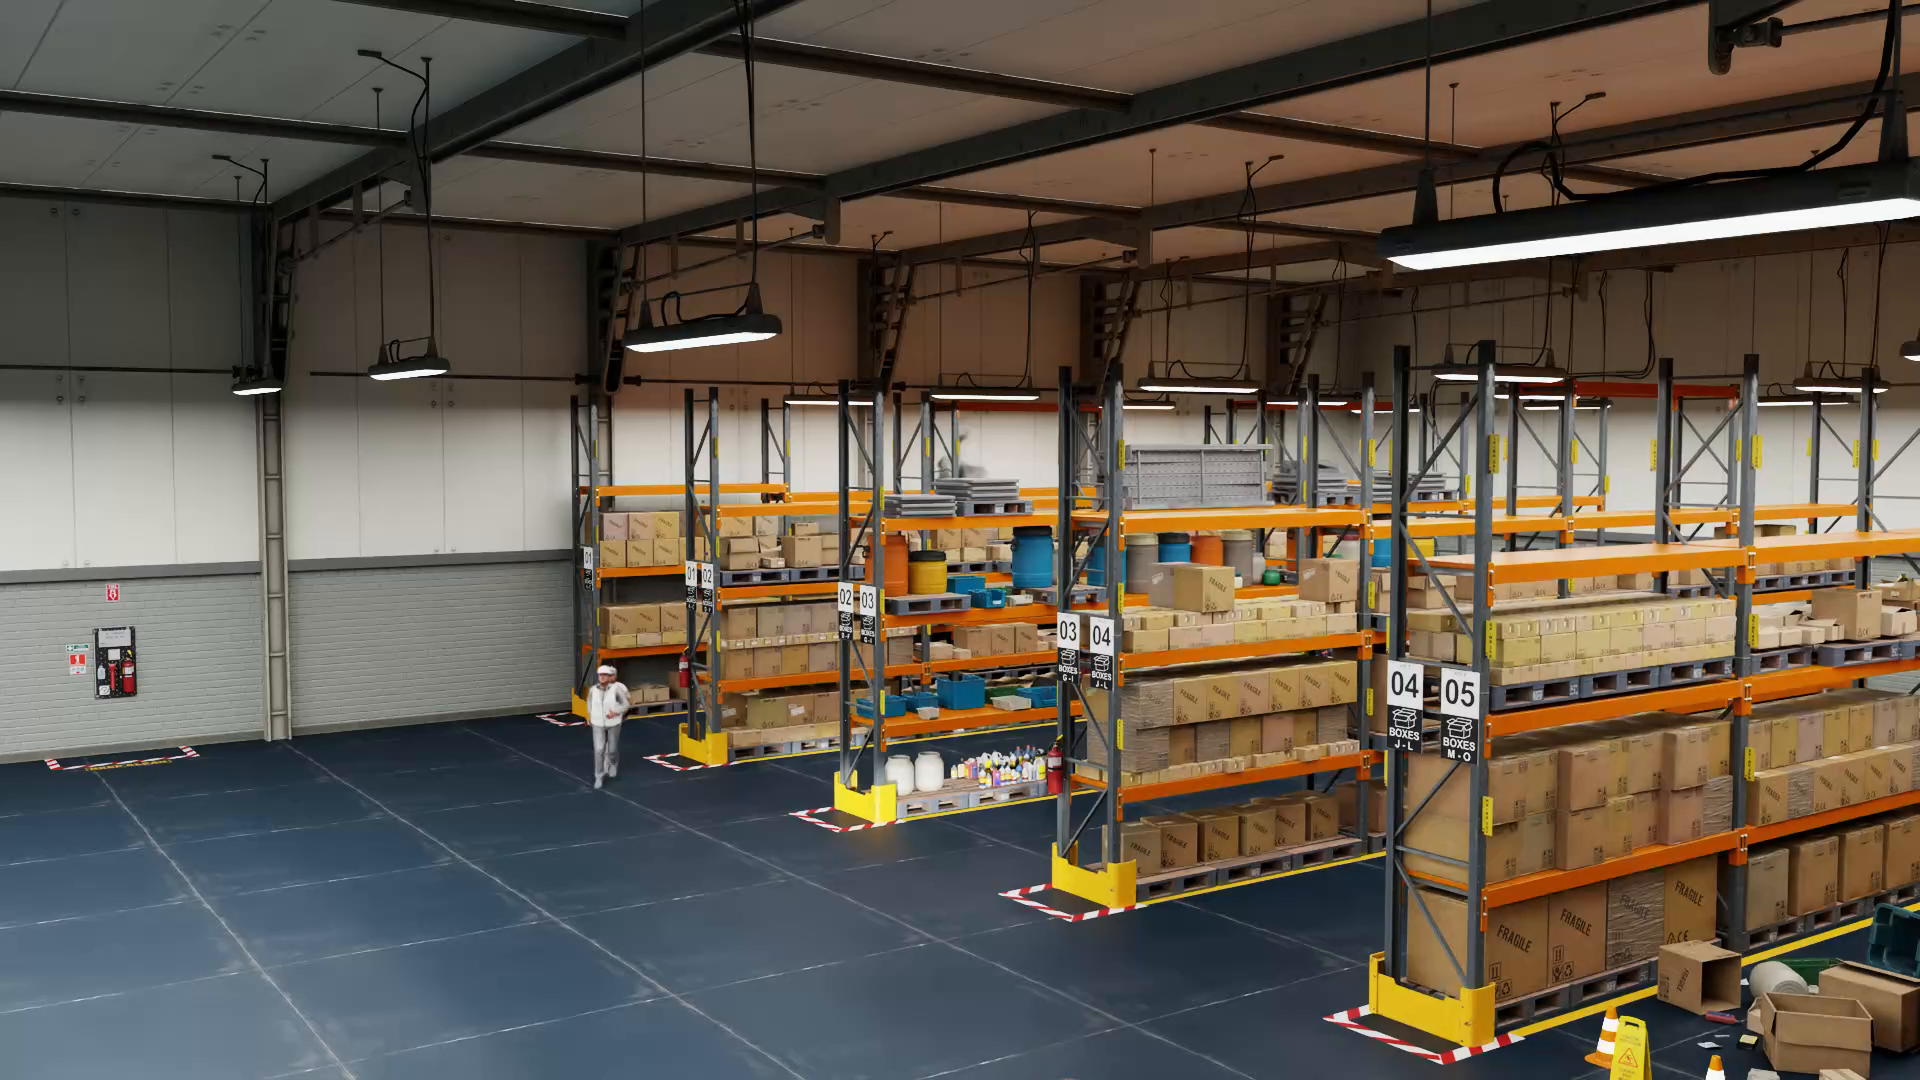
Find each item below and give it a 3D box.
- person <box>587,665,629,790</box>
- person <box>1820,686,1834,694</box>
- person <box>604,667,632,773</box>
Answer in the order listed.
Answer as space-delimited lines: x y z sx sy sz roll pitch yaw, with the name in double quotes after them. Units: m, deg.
-5.277 2.759 24.892 0.657 1.791 0.887 0 3 -3 "person"
12.588 2.917 24.203 0.555 1.555 0.522 -3 4 -39 "person"
-5.466 2.798 26.065 0.634 1.636 0.641 0 3 -4 "person"
